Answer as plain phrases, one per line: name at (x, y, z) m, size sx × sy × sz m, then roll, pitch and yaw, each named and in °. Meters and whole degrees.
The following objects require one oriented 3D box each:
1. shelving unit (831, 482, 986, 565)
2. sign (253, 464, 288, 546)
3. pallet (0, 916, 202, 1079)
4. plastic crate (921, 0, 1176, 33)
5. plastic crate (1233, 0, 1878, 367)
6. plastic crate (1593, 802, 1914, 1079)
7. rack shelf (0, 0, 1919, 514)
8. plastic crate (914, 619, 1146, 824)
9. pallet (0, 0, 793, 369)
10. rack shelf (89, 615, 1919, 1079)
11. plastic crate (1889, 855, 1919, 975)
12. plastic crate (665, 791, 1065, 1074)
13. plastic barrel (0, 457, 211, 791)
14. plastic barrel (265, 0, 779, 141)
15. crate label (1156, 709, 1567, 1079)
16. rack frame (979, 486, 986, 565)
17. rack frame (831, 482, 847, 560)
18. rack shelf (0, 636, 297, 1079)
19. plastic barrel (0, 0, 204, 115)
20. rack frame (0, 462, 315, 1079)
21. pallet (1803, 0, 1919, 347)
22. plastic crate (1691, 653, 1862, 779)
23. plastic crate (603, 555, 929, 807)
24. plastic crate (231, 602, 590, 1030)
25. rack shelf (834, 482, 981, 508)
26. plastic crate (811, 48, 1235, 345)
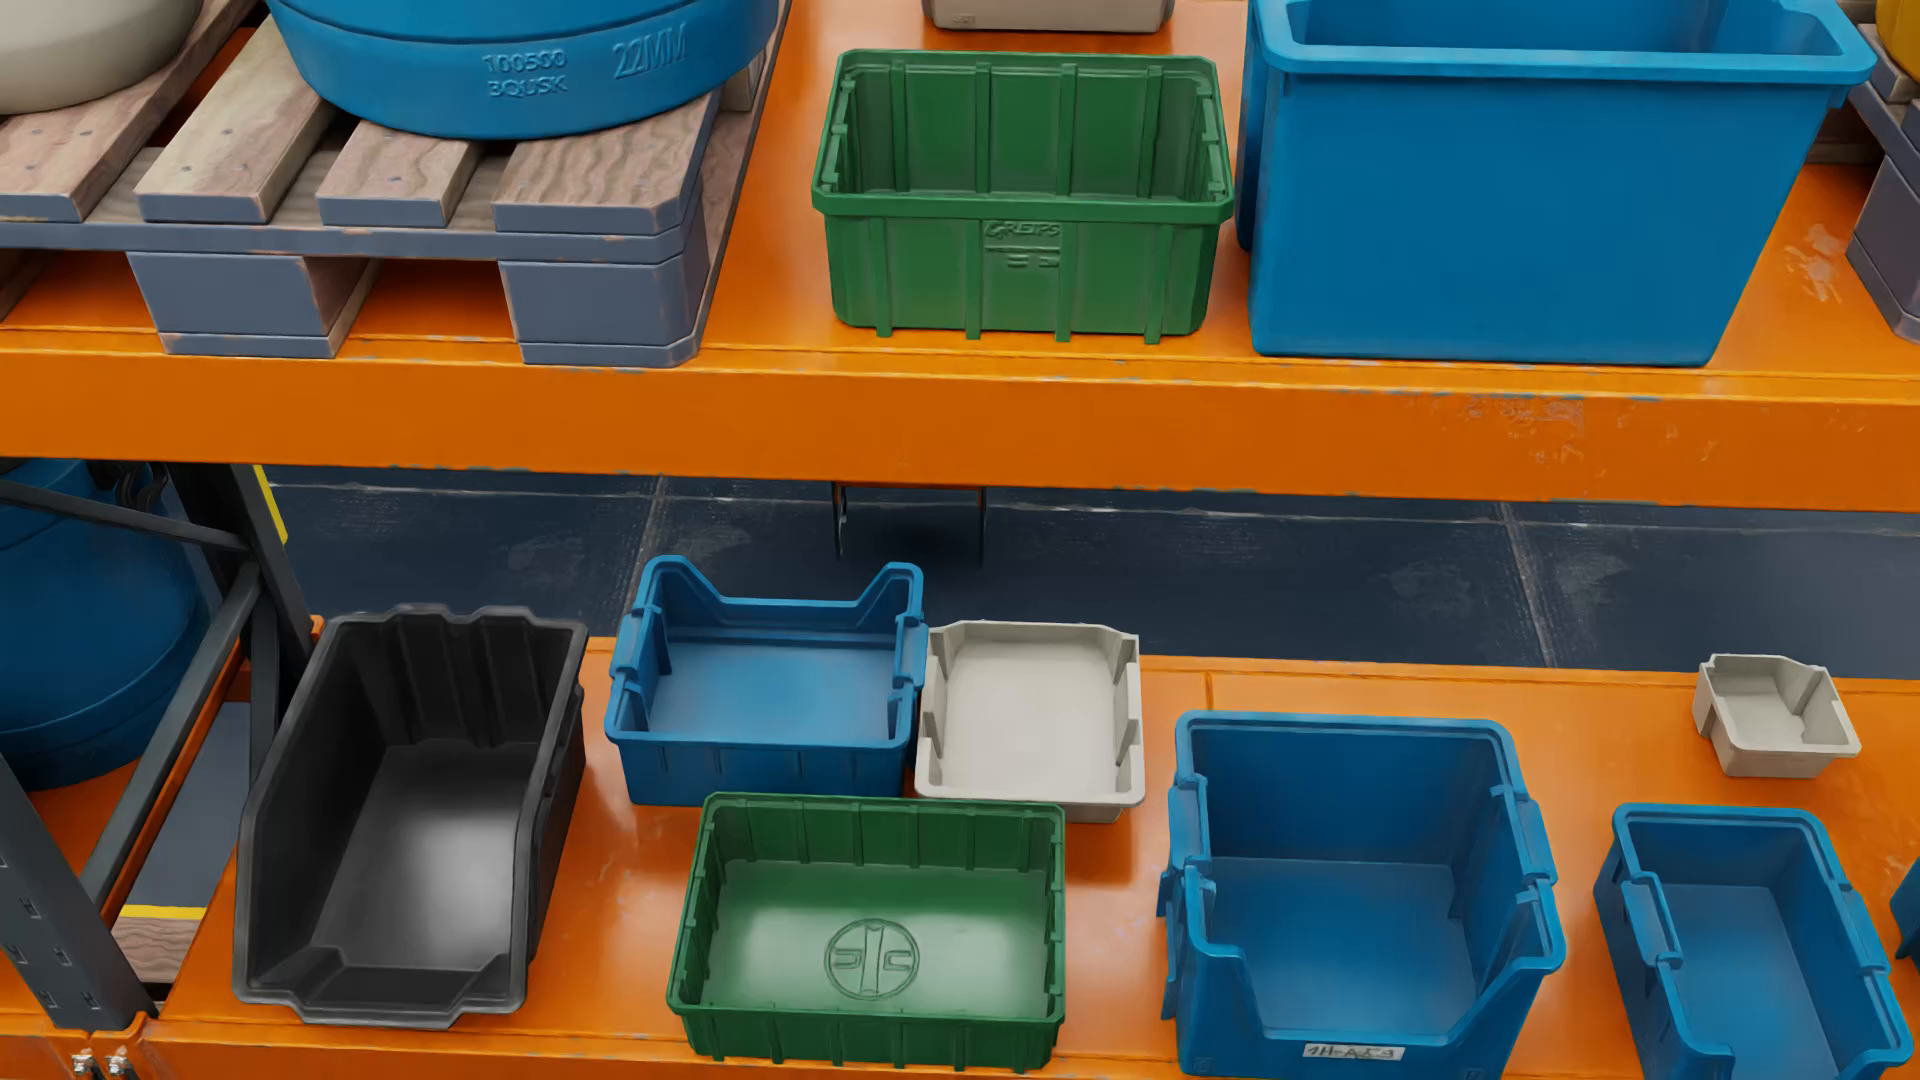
shelving unit at (-0.165, -0.444, 5.346) m, size 0.503 × 1.200 × 0.258 m, roll 2°, pitch 43°, yaw 2°
sign at (-1.456, -0.092, 3.445) m, size 0.005 × 0.325 × 0.100 m, roll 2°, pitch 43°, yaw 2°
pallet at (-2.278, 1.406, 4.086) m, size 1.213 × 0.211 × 1.003 m, roll 2°, pitch 43°, yaw 2°
plastic crate at (0.130, -0.844, 2.448) m, size 0.396 × 0.136 × 0.243 m, roll 2°, pitch 43°, yaw 2°
plastic crate at (0.586, -0.439, 1.832) m, size 0.575 × 0.384 × 0.392 m, roll 2°, pitch 43°, yaw 2°
plastic crate at (1.343, 0.725, 2.880) m, size 0.408 × 0.251 × 0.499 m, roll 2°, pitch 43°, yaw 2°
rack shelf at (0.507, -0.389, 2.295) m, size 4.000 × 0.370 × 1.077 m, roll 2°, pitch 43°, yaw 2°
plastic crate at (0.142, 0.357, 3.359) m, size 0.437 × 0.136 × 0.530 m, roll 2°, pitch 43°, yaw 2°
pallet at (-0.766, -0.689, 2.227) m, size 1.003 × 0.211 × 1.213 m, roll 2°, pitch 43°, yaw 2°
rack shelf at (0.507, 0.708, 3.317) m, size 4.000 × 0.370 × 1.077 m, roll 2°, pitch 43°, yaw 2°
plastic crate at (1.991, 0.749, 2.854) m, size 0.616 × 0.251 × 0.499 m, roll 2°, pitch 43°, yaw 2°
plastic crate at (-0.148, 0.695, 2.959) m, size 0.662 × 0.188 × 0.450 m, roll 2°, pitch 43°, yaw 2°
plastic barrel at (-1.864, -0.018, 3.201) m, size 0.708 × 0.901 × 0.600 m, roll 2°, pitch 43°, yaw 2°
plastic barrel at (-0.502, -0.948, 1.690) m, size 0.708 × 0.901 × 0.600 m, roll 2°, pitch 43°, yaw 2°
crate label at (0.654, 0.621, 2.857) m, size 0.616 × 0.435 × 0.502 m, roll 2°, pitch 43°, yaw 2°
rack frame at (0.078, -0.437, 5.338) m, size 0.015 × 1.200 × 0.240 m, roll 2°, pitch 43°, yaw 2°
rack frame at (-0.409, -0.452, 5.355) m, size 0.015 × 1.200 × 0.240 m, roll 2°, pitch 43°, yaw 2°
rack shelf at (-3.489, 0.585, 3.449) m, size 4.000 × 0.370 × 1.077 m, roll 2°, pitch 43°, yaw 2°
plastic barrel at (-1.070, -0.762, 1.776) m, size 0.421 × 0.512 × 0.421 m, roll 0°, pitch 43°, yaw 0°
rack frame at (-1.491, 0.384, 3.138) m, size 0.127 × 3.000 × 1.000 m, roll 2°, pitch 43°, yaw 2°
pallet at (1.682, -0.614, 2.147) m, size 1.213 × 0.211 × 1.003 m, roll 2°, pitch 43°, yaw 2°
plastic crate at (1.625, 0.356, 3.360) m, size 0.250 × 0.136 × 0.298 m, roll 2°, pitch 43°, yaw 2°
plastic crate at (-0.374, 0.287, 3.350) m, size 0.616 × 0.251 × 0.499 m, roll 2°, pitch 43°, yaw 2°
plastic crate at (-0.974, 0.509, 3.049) m, size 0.504 × 0.338 × 0.767 m, roll 2°, pitch 43°, yaw 2°
rack shelf at (-0.165, -0.250, 5.528) m, size 0.480 × 0.148 × 0.258 m, roll 2°, pitch 43°, yaw 2°
plastic crate at (0.073, -0.403, 1.936) m, size 0.450 × 0.188 × 0.336 m, roll 2°, pitch 43°, yaw 2°
